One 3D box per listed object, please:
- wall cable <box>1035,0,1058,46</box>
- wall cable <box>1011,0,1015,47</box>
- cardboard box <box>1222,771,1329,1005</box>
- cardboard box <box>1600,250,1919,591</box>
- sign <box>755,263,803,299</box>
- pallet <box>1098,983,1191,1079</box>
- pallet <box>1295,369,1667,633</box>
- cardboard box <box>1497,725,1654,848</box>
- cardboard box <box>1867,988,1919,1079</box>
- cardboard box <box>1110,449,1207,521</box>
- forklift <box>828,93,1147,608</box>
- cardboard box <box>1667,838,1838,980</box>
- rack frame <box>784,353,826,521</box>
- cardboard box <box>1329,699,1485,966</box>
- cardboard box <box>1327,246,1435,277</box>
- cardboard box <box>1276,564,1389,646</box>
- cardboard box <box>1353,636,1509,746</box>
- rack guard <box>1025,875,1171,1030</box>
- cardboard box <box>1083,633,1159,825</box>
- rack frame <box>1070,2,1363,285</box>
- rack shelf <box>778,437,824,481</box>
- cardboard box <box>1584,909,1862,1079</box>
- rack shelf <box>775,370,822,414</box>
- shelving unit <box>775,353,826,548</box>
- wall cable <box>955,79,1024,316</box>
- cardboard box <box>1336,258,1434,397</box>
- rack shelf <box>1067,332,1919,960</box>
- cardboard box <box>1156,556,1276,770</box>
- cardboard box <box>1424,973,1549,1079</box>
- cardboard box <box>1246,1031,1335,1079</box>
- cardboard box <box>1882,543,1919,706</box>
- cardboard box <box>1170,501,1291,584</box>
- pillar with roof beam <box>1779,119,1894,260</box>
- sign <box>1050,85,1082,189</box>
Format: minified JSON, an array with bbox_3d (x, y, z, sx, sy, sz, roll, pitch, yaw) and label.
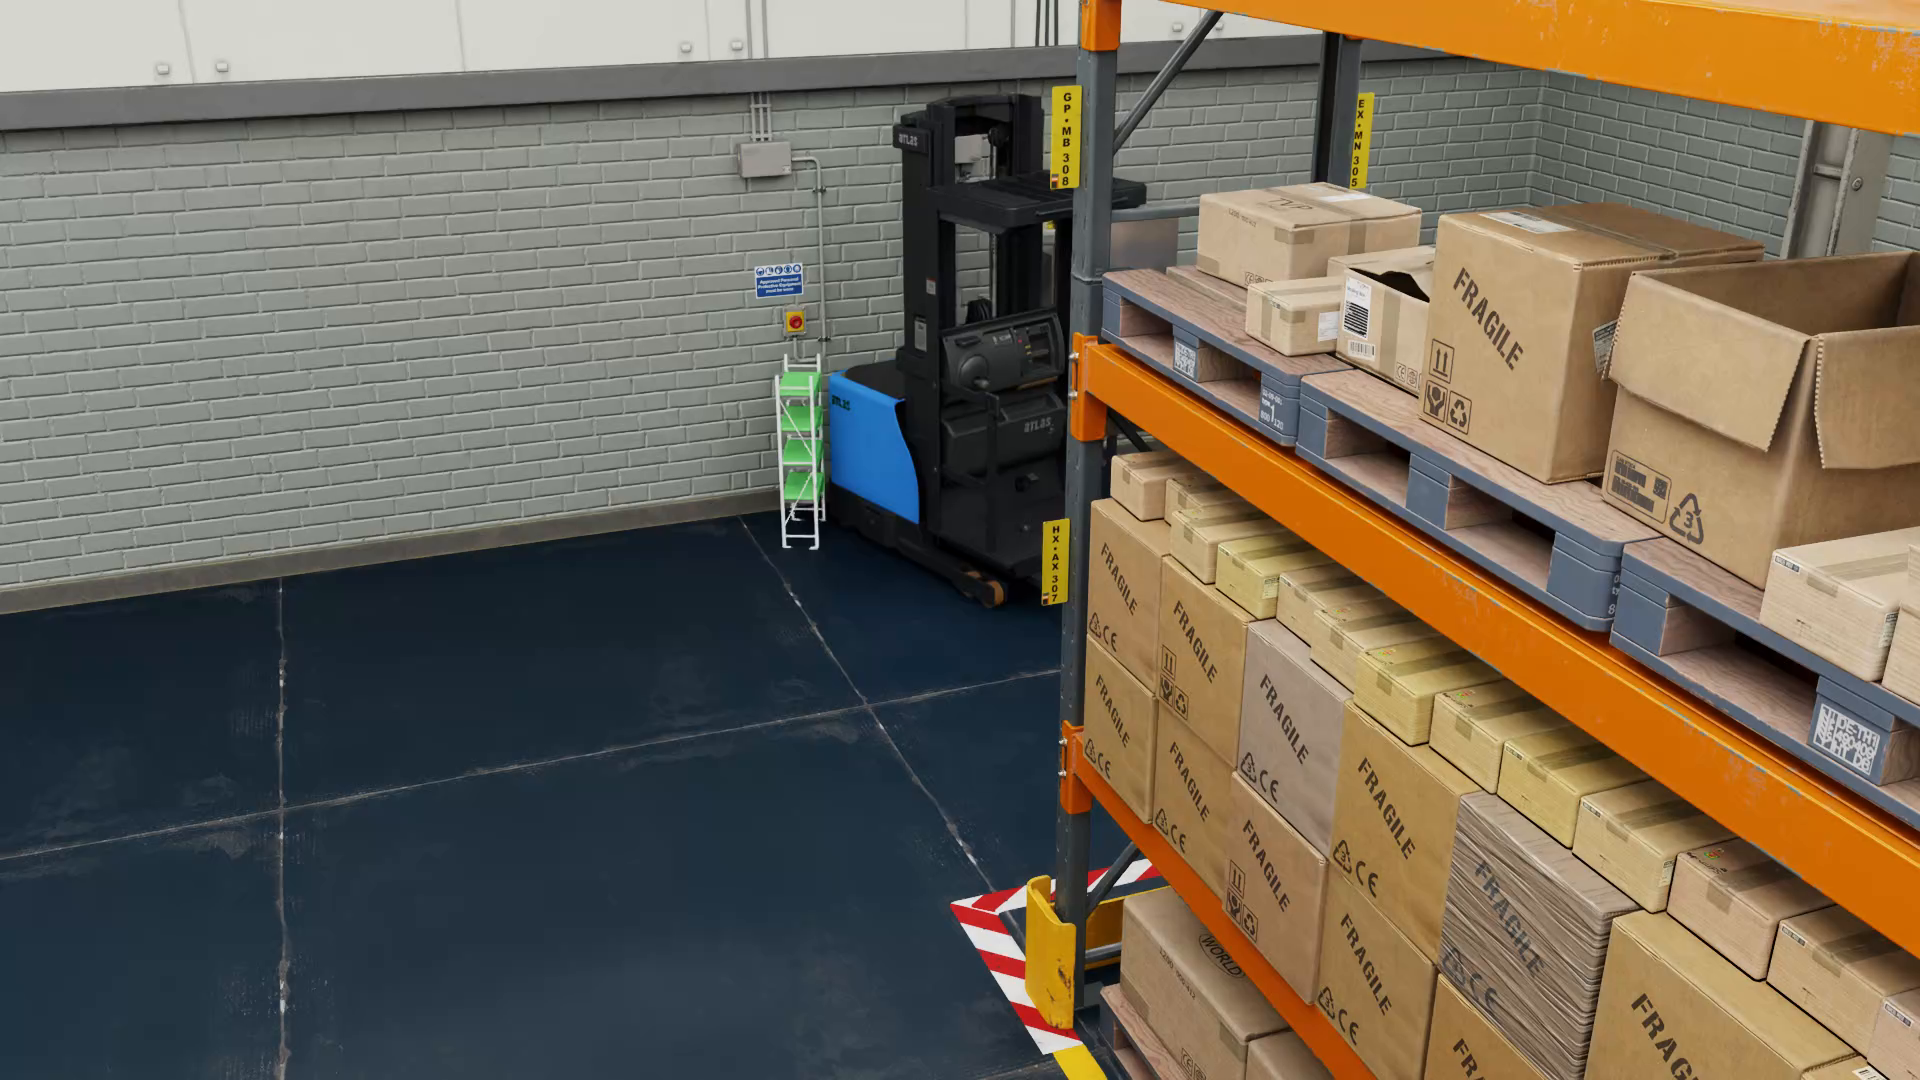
[{"bbox_3d":[1.916,-4.839,11.095,2.988,3.039,0.133,-8,24,-19],"label":"wall cable"},{"bbox_3d":[-0.703,-4.453,10.228,2.355,3.000,0.029,-8,24,-19],"label":"wall cable"},{"bbox_3d":[1.134,0.977,4.941,0.500,0.500,0.500,-8,24,-19],"label":"cardboard box"},{"bbox_3d":[1.772,-0.259,3.339,0.797,0.503,0.637,-6,24,-15],"label":"cardboard box"},{"bbox_3d":[-1.216,-1.744,11.177,0.327,0.218,0.001,-8,24,-19],"label":"sign"},{"bbox_3d":[1.221,2.007,6.217,1.003,0.211,1.213,-8,24,-19],"label":"pallet"},{"bbox_3d":[1.572,-0.187,4.084,1.003,0.211,1.213,-8,24,-19],"label":"pallet"},{"bbox_3d":[1.479,0.548,3.836,0.380,0.149,0.250,-9,24,-20],"label":"cardboard box"},{"bbox_3d":[1.880,0.911,2.976,0.380,0.149,0.250,-8,24,-18],"label":"cardboard box"},{"bbox_3d":[0.732,-0.197,5.603,0.380,0.149,0.250,-8,24,-18],"label":"cardboard box"},{"bbox_3d":[0.410,-1.151,10.207,1.130,2.935,3.031,-17,28,-35],"label":"forklift"},{"bbox_3d":[1.695,0.729,3.406,0.380,0.149,0.250,-9,24,-19],"label":"cardboard box"},{"bbox_3d":[-1.056,-0.692,11.346,0.240,1.200,0.015,0,23,1],"label":"rack frame"},{"bbox_3d":[1.323,0.703,4.305,0.500,0.500,0.500,-8,24,-19],"label":"cardboard box"},{"bbox_3d":[1.331,-0.771,5.010,0.380,0.149,0.250,-10,25,-23],"label":"cardboard box"},{"bbox_3d":[1.127,0.180,4.709,0.380,0.149,0.250,-8,24,-18],"label":"cardboard box"},{"bbox_3d":[1.240,0.373,4.253,0.380,0.149,0.250,-9,24,-20],"label":"cardboard box"},{"bbox_3d":[0.857,1.585,6.845,1.175,0.500,0.348,-8,24,-19],"label":"rack guard"},{"bbox_3d":[0.766,0.610,5.812,0.500,0.500,0.500,-9,24,-19],"label":"cardboard box"},{"bbox_3d":[0.865,-2.322,5.174,1.000,3.000,0.127,-8,24,-19],"label":"rack frame"},{"bbox_3d":[-1.060,-0.538,11.146,0.258,0.148,0.480,0,23,1],"label":"rack shelf"},{"bbox_3d":[1.681,1.070,3.434,0.500,0.500,0.500,-9,24,-20],"label":"cardboard box"},{"bbox_3d":[-1.060,-0.980,10.960,0.258,0.148,0.480,0,23,1],"label":"rack shelf"},{"bbox_3d":[-1.060,-0.597,11.121,0.258,1.200,0.503,0,23,1],"label":"shelving unit"},{"bbox_3d":[0.174,-2.270,11.467,0.588,1.984,0.122,-8,24,-19],"label":"wall cable"},{"bbox_3d":[1.347,-0.588,4.366,0.500,0.311,0.500,-8,24,-18],"label":"cardboard box"},{"bbox_3d":[1.572,0.118,4.172,1.077,0.370,4.000,-8,24,-19],"label":"rack shelf"},{"bbox_3d":[0.957,0.336,5.176,0.500,0.500,0.500,-9,24,-20],"label":"cardboard box"},{"bbox_3d":[1.497,1.349,4.058,0.500,0.500,0.500,-9,24,-20],"label":"cardboard box"},{"bbox_3d":[1.523,1.987,5.432,0.875,0.438,0.875,-8,24,-18],"label":"cardboard box"},{"bbox_3d":[1.753,0.147,2.680,0.396,0.266,0.258,-8,24,-17],"label":"cardboard box"},{"bbox_3d":[0.875,-0.001,5.139,0.380,0.149,0.250,-8,24,-17],"label":"cardboard box"},{"bbox_3d":[1.371,-3.517,8.009,9.100,9.000,0.400,-8,24,-19],"label":"pillar with roof beam"},{"bbox_3d":[0.344,-1.305,5.396,0.100,0.325,0.005,-8,24,-19],"label":"sign"}]
